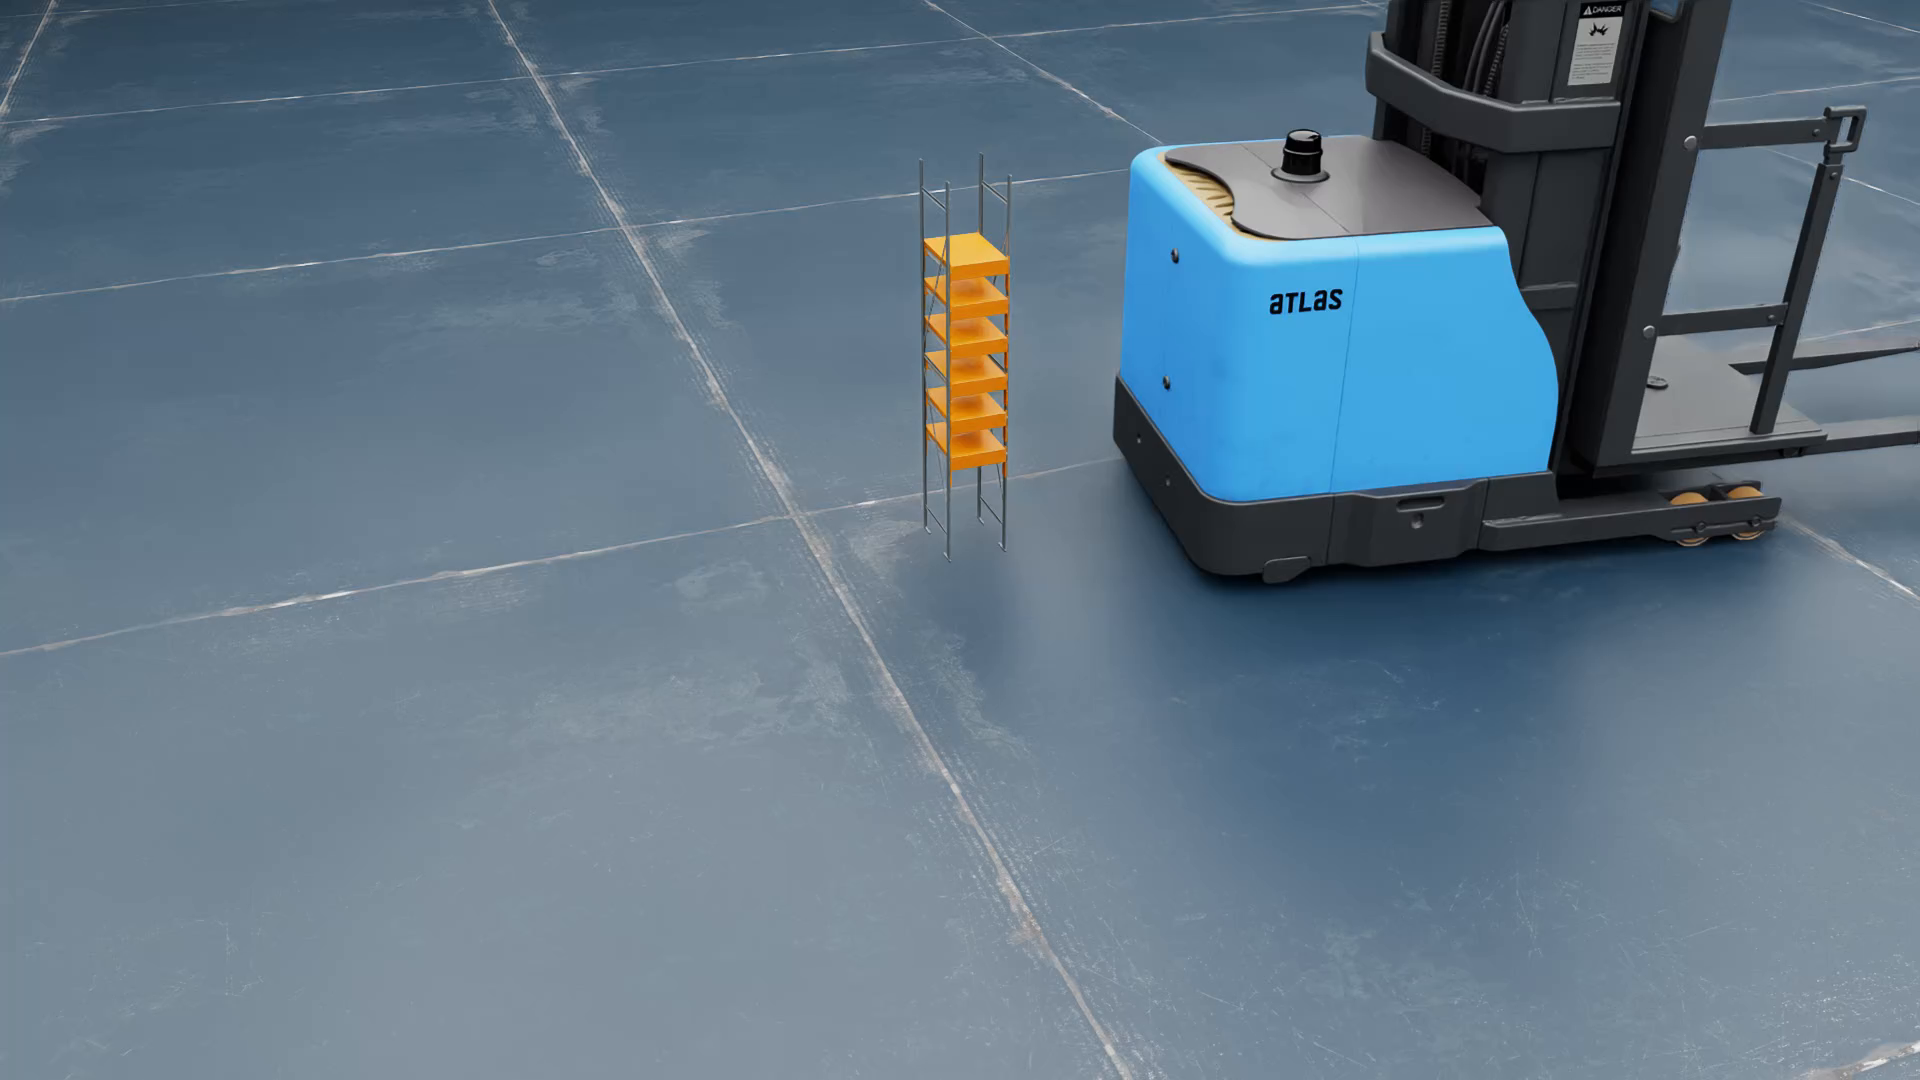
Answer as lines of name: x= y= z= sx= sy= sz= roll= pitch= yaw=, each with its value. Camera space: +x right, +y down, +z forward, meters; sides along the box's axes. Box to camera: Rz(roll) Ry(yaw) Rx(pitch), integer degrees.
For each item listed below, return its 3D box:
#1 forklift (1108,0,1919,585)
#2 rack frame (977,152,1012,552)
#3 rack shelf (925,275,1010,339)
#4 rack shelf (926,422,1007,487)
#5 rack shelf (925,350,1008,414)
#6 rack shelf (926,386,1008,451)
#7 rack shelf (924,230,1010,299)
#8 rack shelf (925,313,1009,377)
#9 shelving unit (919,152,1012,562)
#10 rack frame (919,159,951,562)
forklift: x=2.080 y=-1.502 z=4.925 sx=3.031 sy=2.935 sz=1.130 roll=-6 pitch=30 yaw=-10
rack frame: x=0.099 y=-0.540 z=4.985 sx=0.006 sy=1.200 sz=0.240 roll=-10 pitch=31 yaw=-18
rack shelf: x=0.014 y=-0.694 z=4.861 sx=0.180 sy=0.103 sz=0.258 roll=-10 pitch=31 yaw=-18
rack shelf: x=0.014 y=-0.277 z=5.098 sx=0.180 sy=0.103 sz=0.258 roll=-10 pitch=31 yaw=-18
rack shelf: x=0.014 y=-0.485 z=4.979 sx=0.180 sy=0.103 sz=0.258 roll=-10 pitch=31 yaw=-18
rack shelf: x=0.014 y=-0.381 z=5.039 sx=0.180 sy=0.103 sz=0.258 roll=-10 pitch=31 yaw=-18
rack shelf: x=0.014 y=-0.798 z=4.801 sx=0.180 sy=0.103 sz=0.258 roll=-10 pitch=31 yaw=-18
rack shelf: x=0.014 y=-0.589 z=4.920 sx=0.180 sy=0.103 sz=0.258 roll=-10 pitch=31 yaw=-18
shelving unit: x=0.014 y=-0.524 z=4.957 sx=0.189 sy=1.200 sz=0.258 roll=-10 pitch=31 yaw=-18
rack frame: x=-0.072 y=-0.508 z=4.930 sx=0.006 sy=1.200 sz=0.240 roll=-10 pitch=31 yaw=-18
